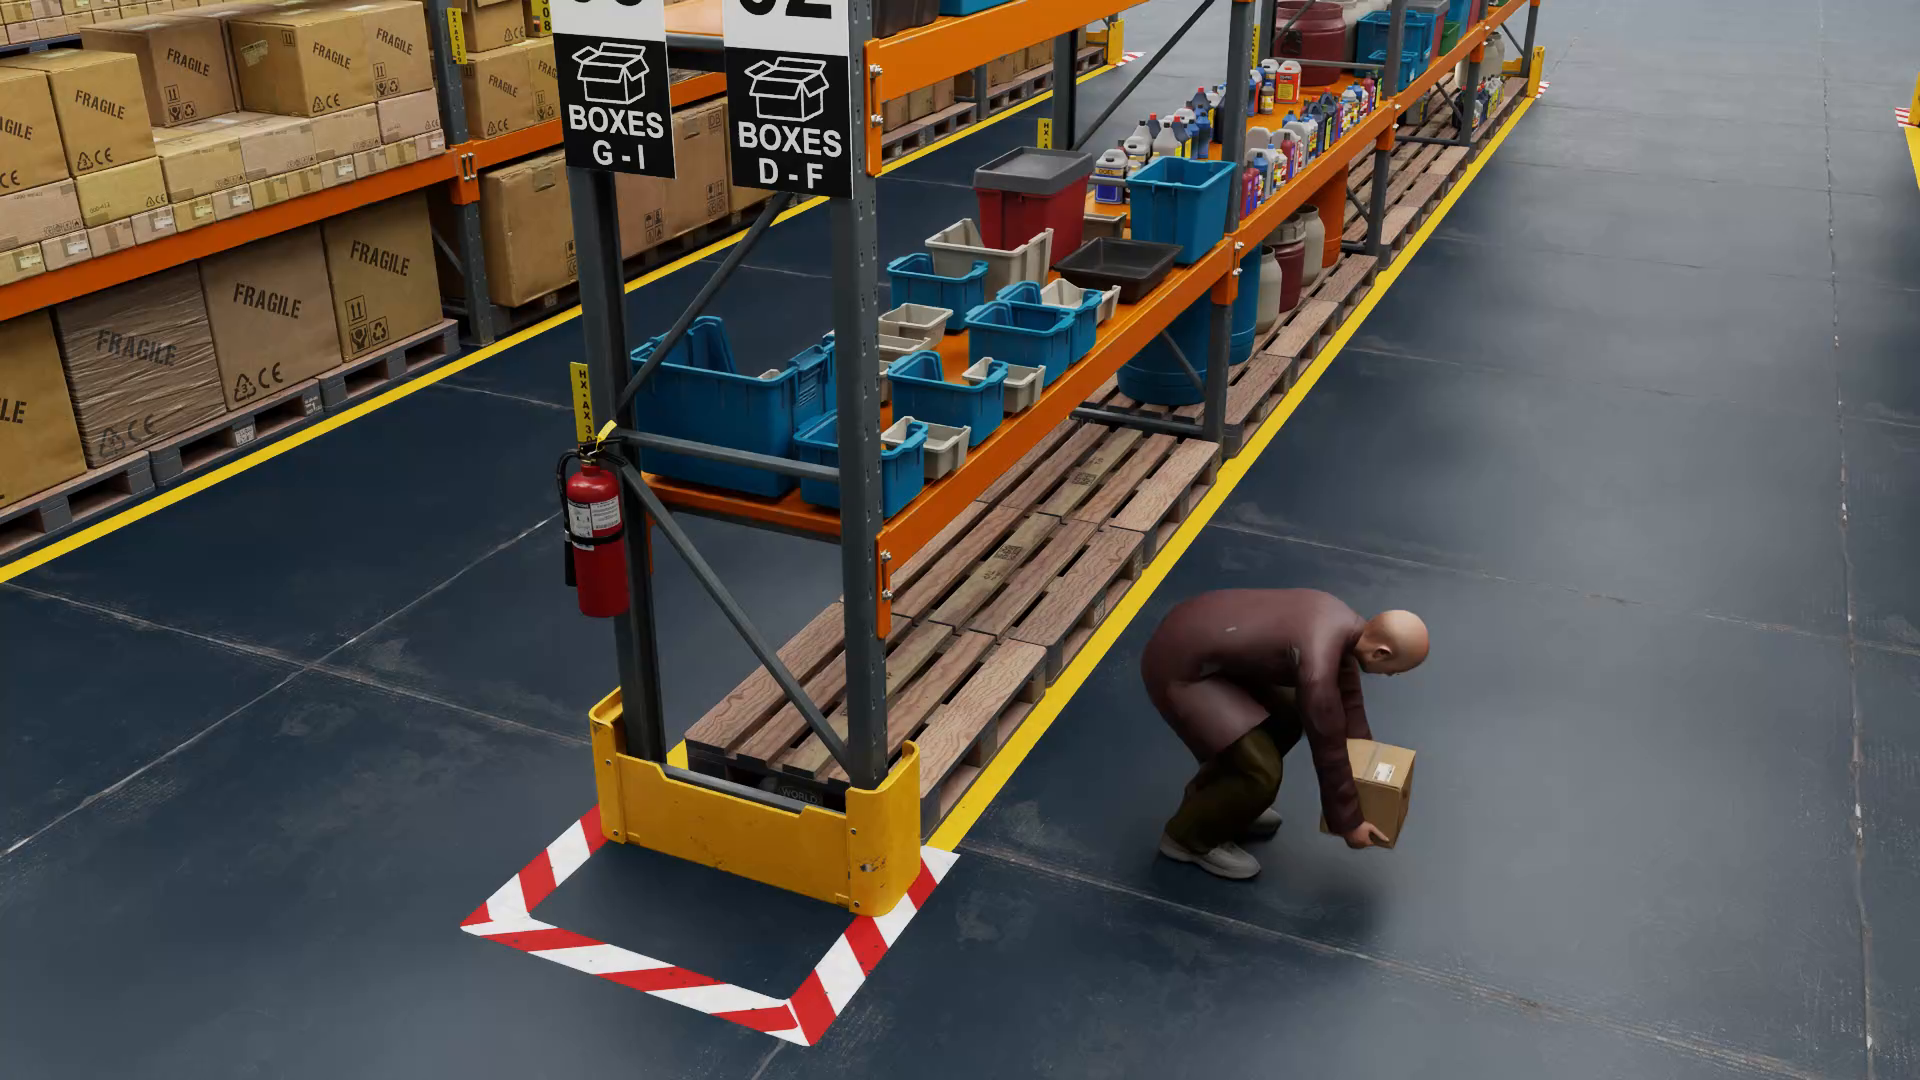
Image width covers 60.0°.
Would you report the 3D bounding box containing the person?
[{"bbox_3d":[1.077,0.656,5.705,0.939,1.018,0.594,10,27,20],"label":"person"}]
